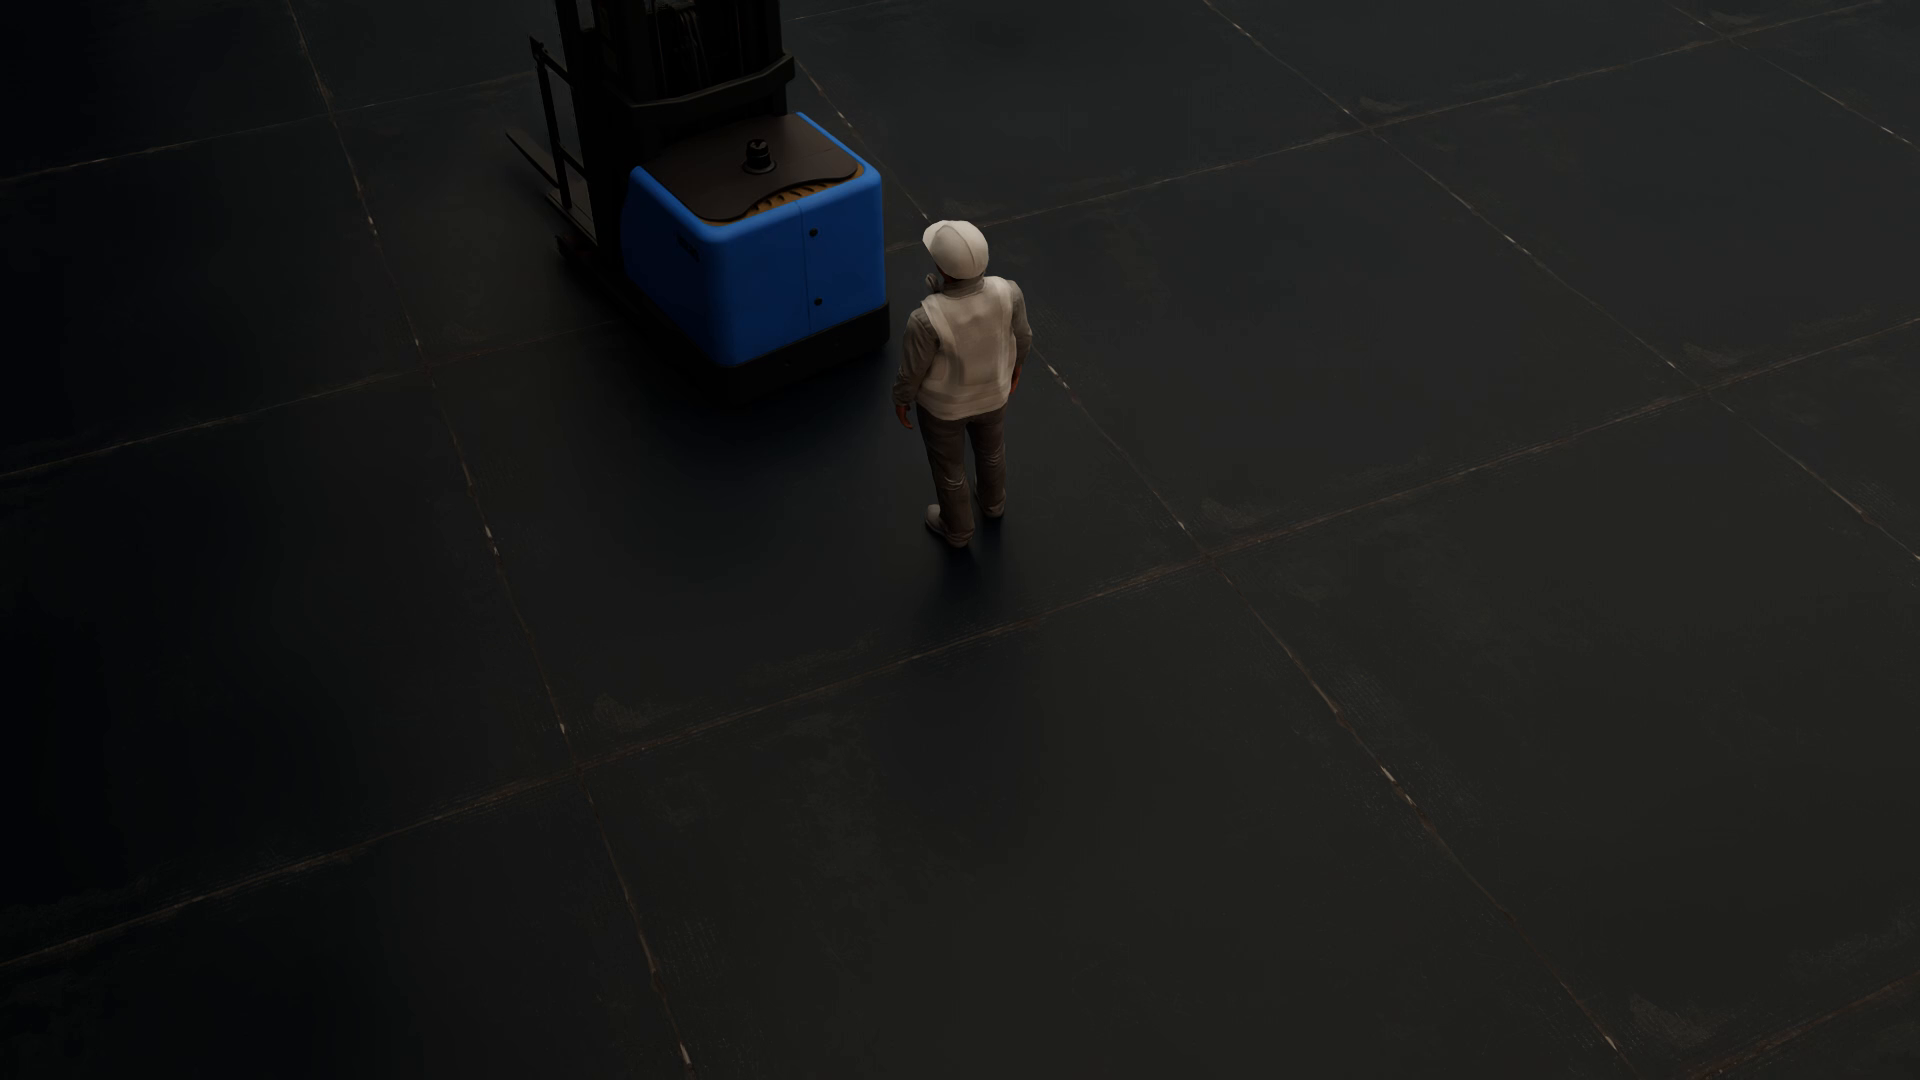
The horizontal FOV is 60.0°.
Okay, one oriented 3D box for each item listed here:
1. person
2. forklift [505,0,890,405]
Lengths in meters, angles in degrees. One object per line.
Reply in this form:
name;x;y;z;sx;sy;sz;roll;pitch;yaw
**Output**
person;-0.020;-0.695;7.262;0.633;1.775;0.566;-18;46;-18
forklift;-1.639;-2.722;8.597;1.130;2.935;3.031;-26;49;-25
